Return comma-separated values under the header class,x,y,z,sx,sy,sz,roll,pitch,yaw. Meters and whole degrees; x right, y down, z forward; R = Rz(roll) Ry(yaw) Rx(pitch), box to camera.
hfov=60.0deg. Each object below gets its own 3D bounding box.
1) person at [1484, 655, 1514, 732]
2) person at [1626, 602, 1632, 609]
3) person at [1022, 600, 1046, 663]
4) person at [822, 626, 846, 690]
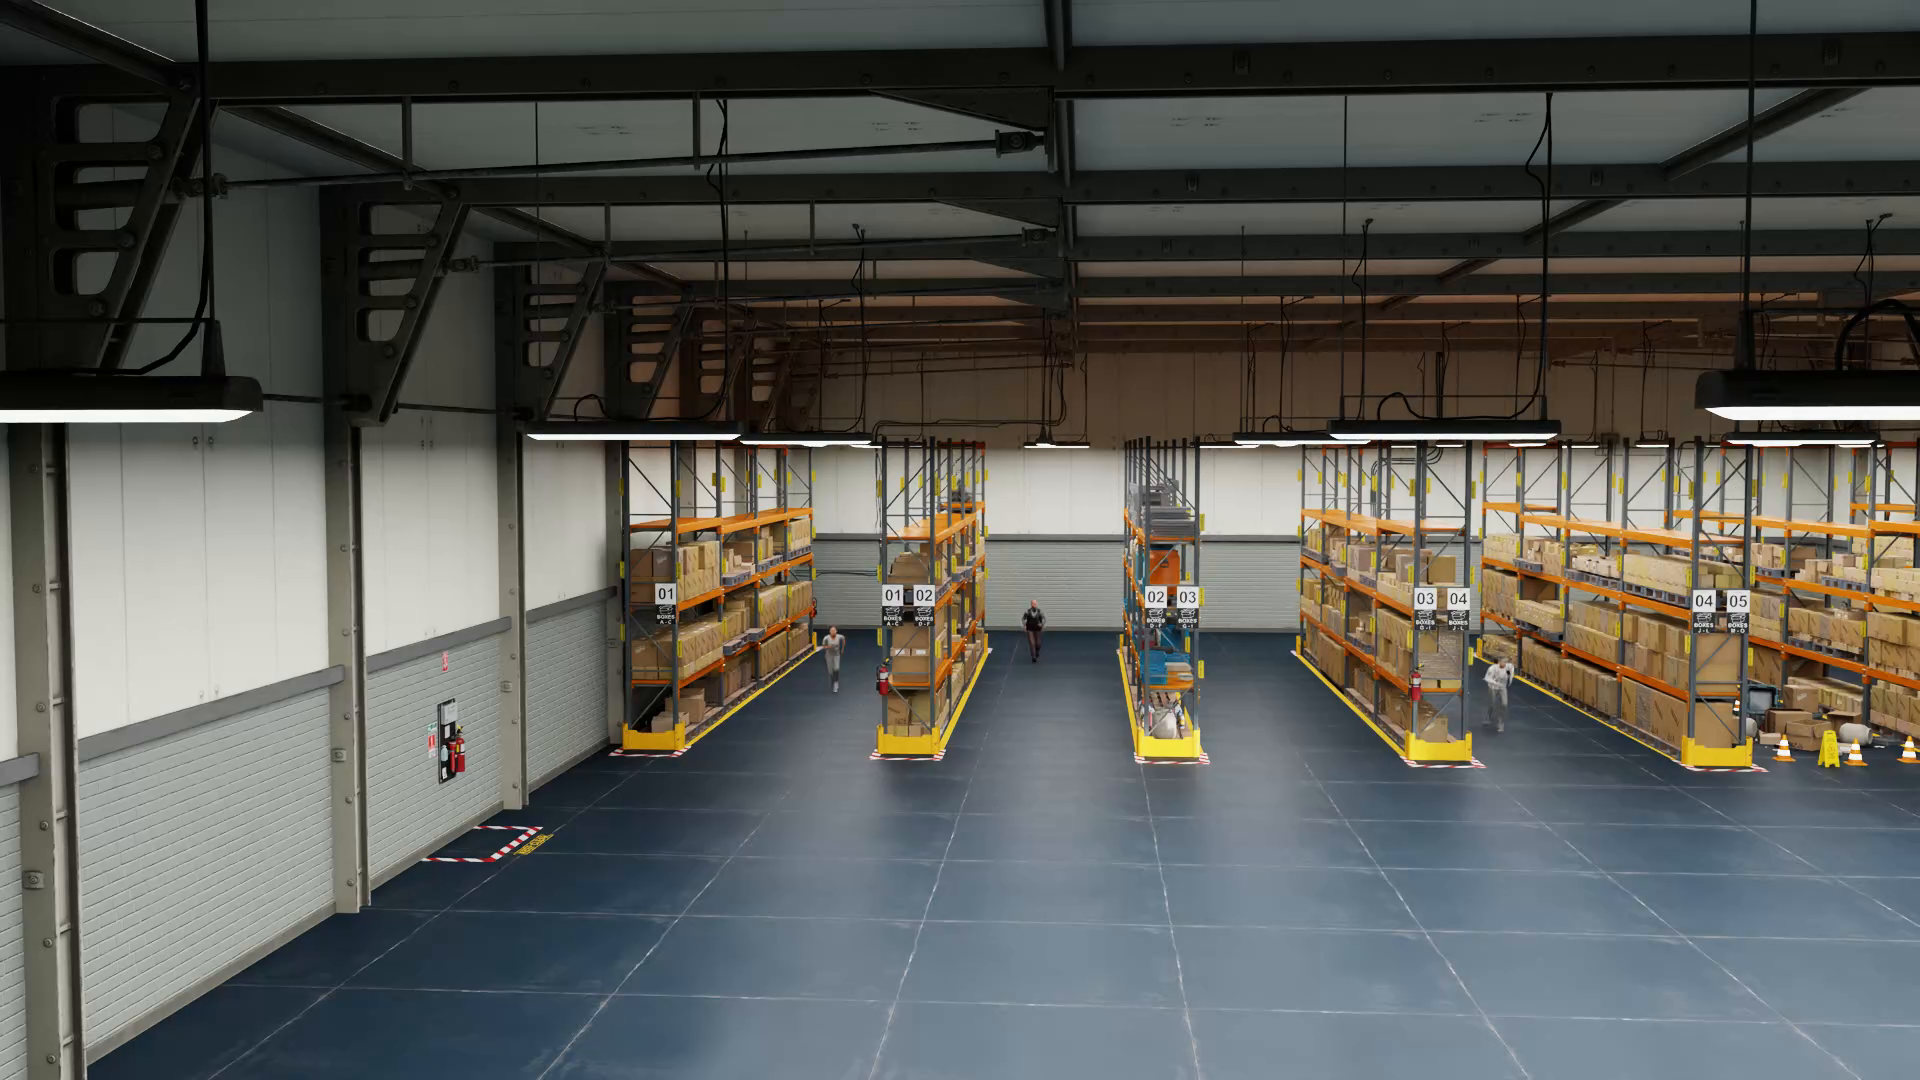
class,x,y,z,sx,sy,sz,roll,pitch,yaw
person,11.066,3.128,34.264,0.657,1.622,0.957,0,3,-3
person,18.941,2.436,47.419,0.560,1.522,0.602,0,3,2
person,2.002,2.468,45.118,0.651,1.685,0.716,0,3,-1
person,-2.983,2.800,39.353,0.546,1.588,0.818,0,3,-2
